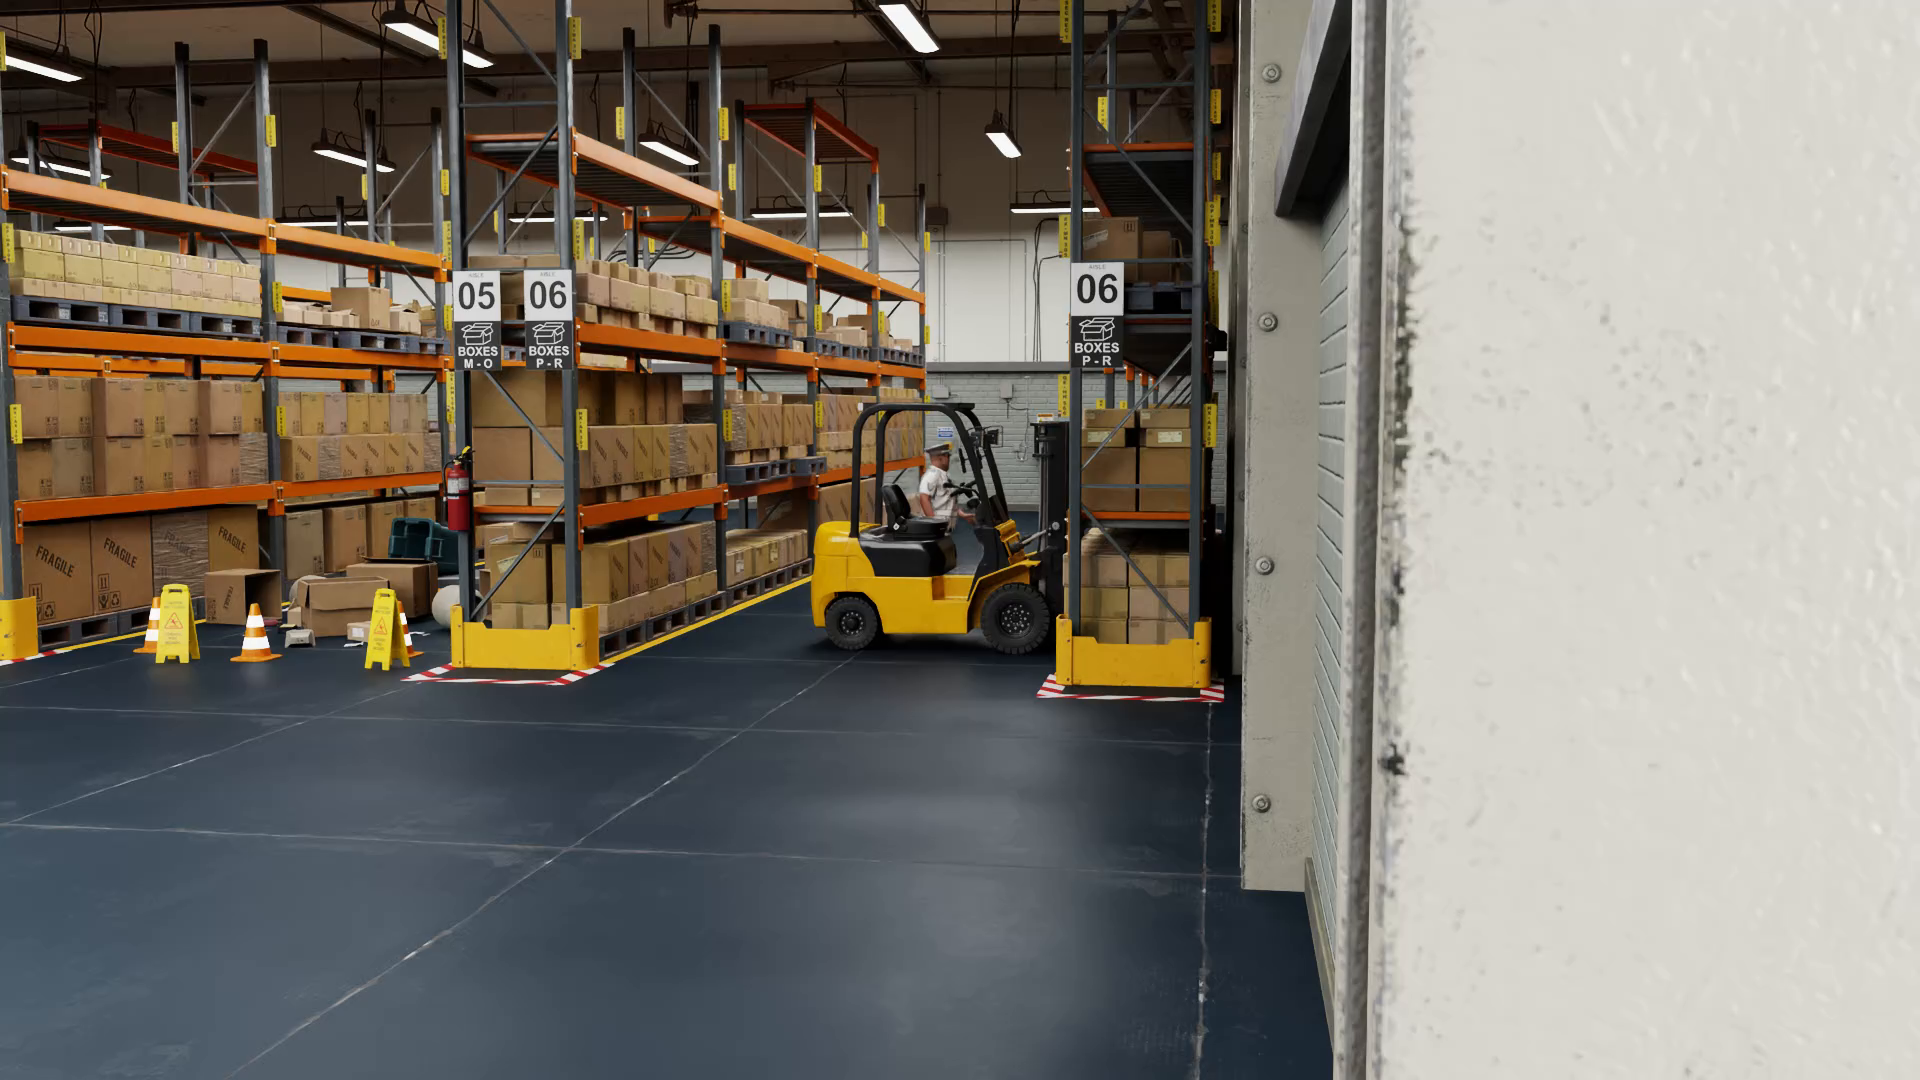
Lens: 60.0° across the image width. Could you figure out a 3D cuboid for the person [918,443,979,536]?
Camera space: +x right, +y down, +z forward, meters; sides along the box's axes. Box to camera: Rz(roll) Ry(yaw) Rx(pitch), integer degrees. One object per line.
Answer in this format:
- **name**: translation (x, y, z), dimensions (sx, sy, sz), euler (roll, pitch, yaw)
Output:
- **person**: translation (-0.128, -0.059, 16.455), dimensions (0.606, 1.799, 0.739), euler (0, 4, 4)
